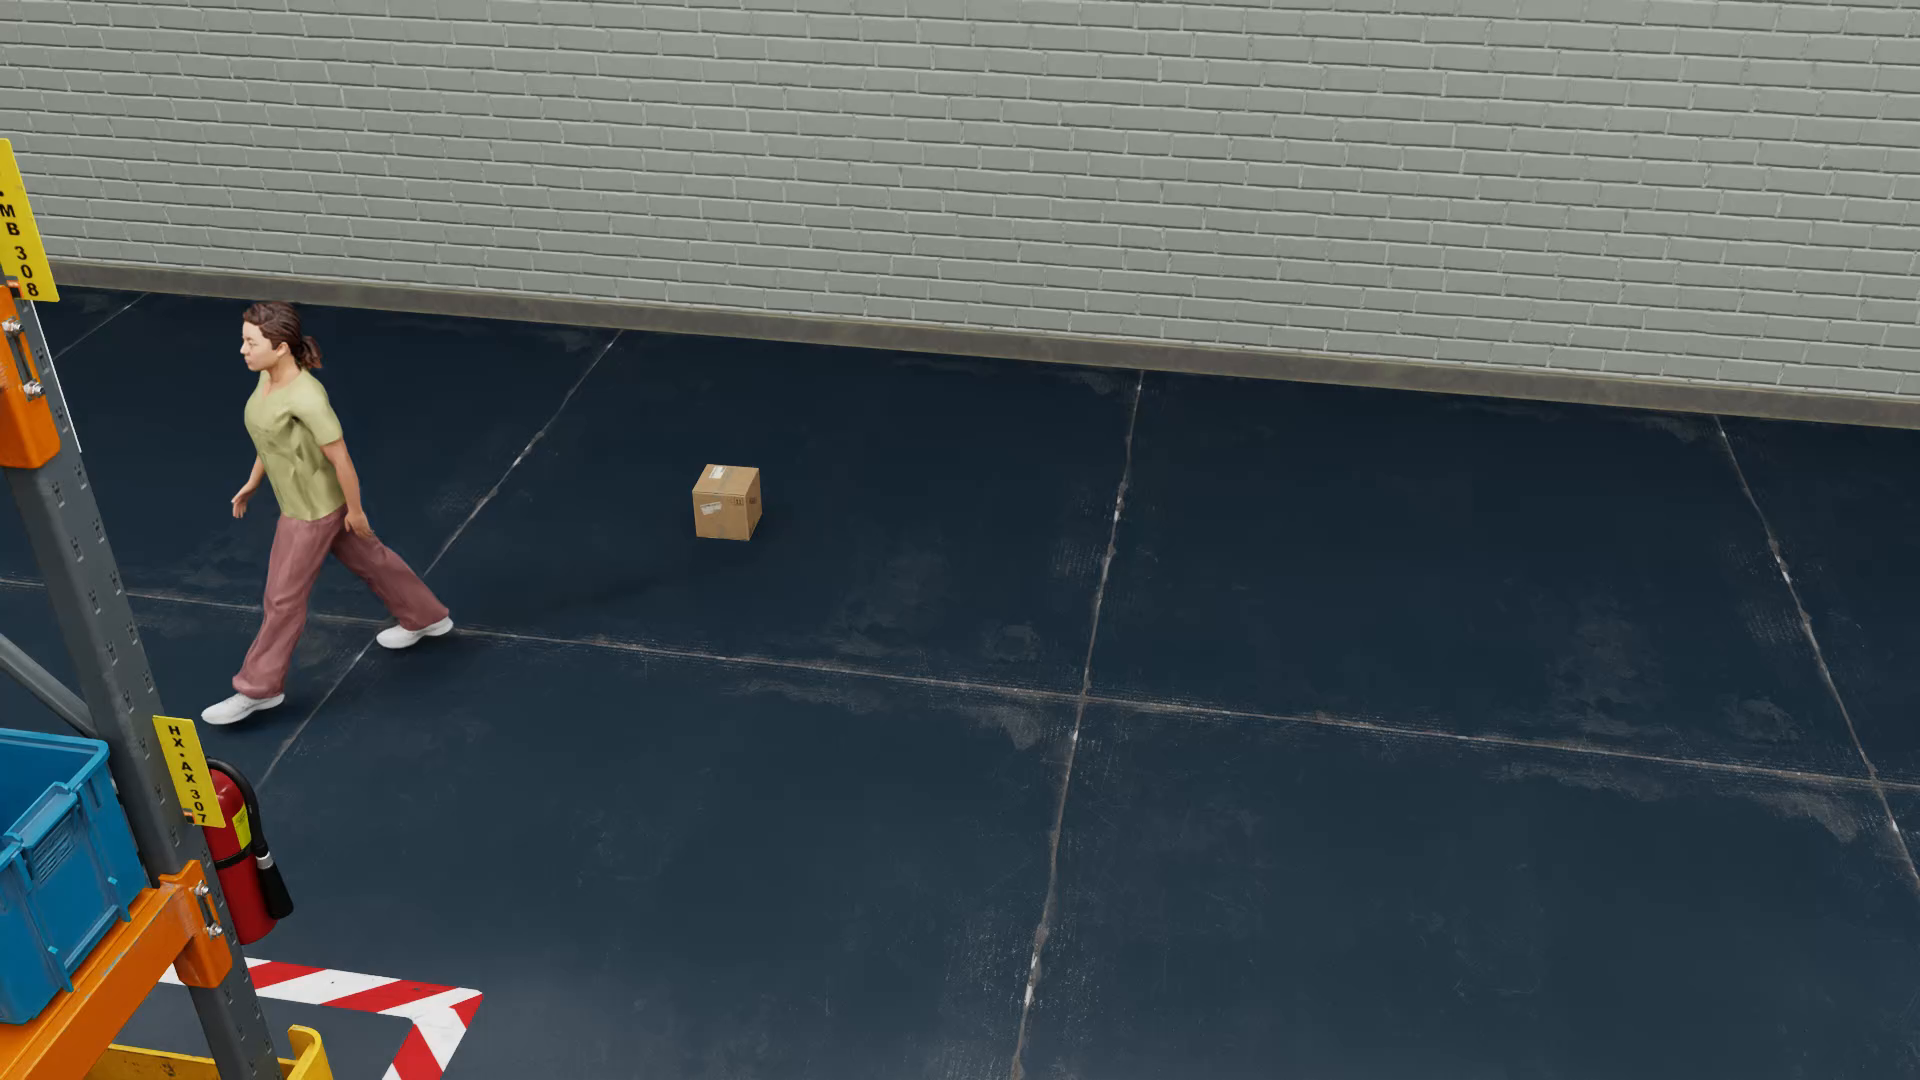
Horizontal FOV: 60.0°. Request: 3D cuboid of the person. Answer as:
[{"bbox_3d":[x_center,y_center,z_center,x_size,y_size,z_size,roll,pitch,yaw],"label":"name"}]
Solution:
[{"bbox_3d":[-2.559,-0.144,6.340,1.027,1.605,0.458,-19,37,-27],"label":"person"}]
